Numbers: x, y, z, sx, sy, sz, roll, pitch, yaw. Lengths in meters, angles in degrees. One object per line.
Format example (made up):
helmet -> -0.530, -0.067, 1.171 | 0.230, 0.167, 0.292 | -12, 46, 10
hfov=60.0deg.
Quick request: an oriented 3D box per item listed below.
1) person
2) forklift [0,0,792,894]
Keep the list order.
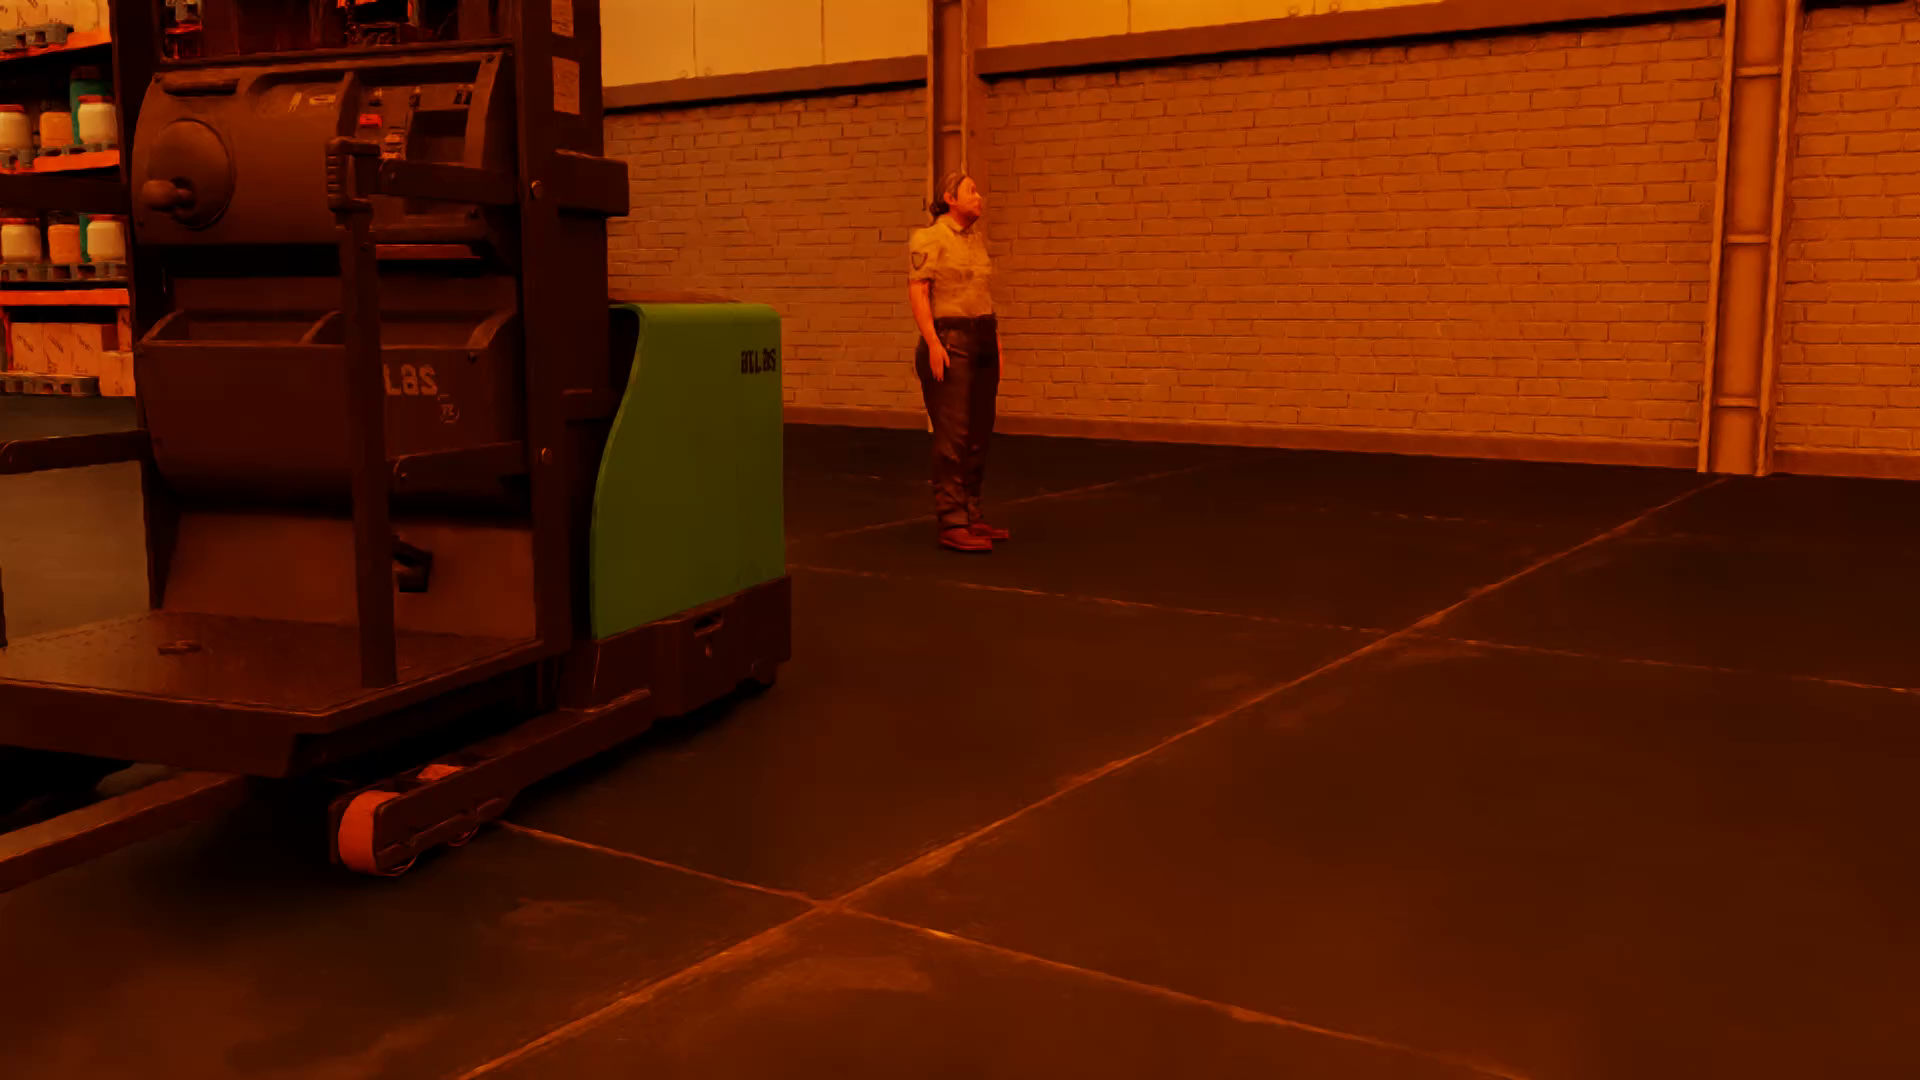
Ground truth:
person -> 0.062, -0.813, 7.418 | 0.502, 1.650, 0.599 | 5, 10, 34
forklift -> -1.462, -0.879, 3.377 | 1.130, 2.935, 3.031 | 3, 9, 20
